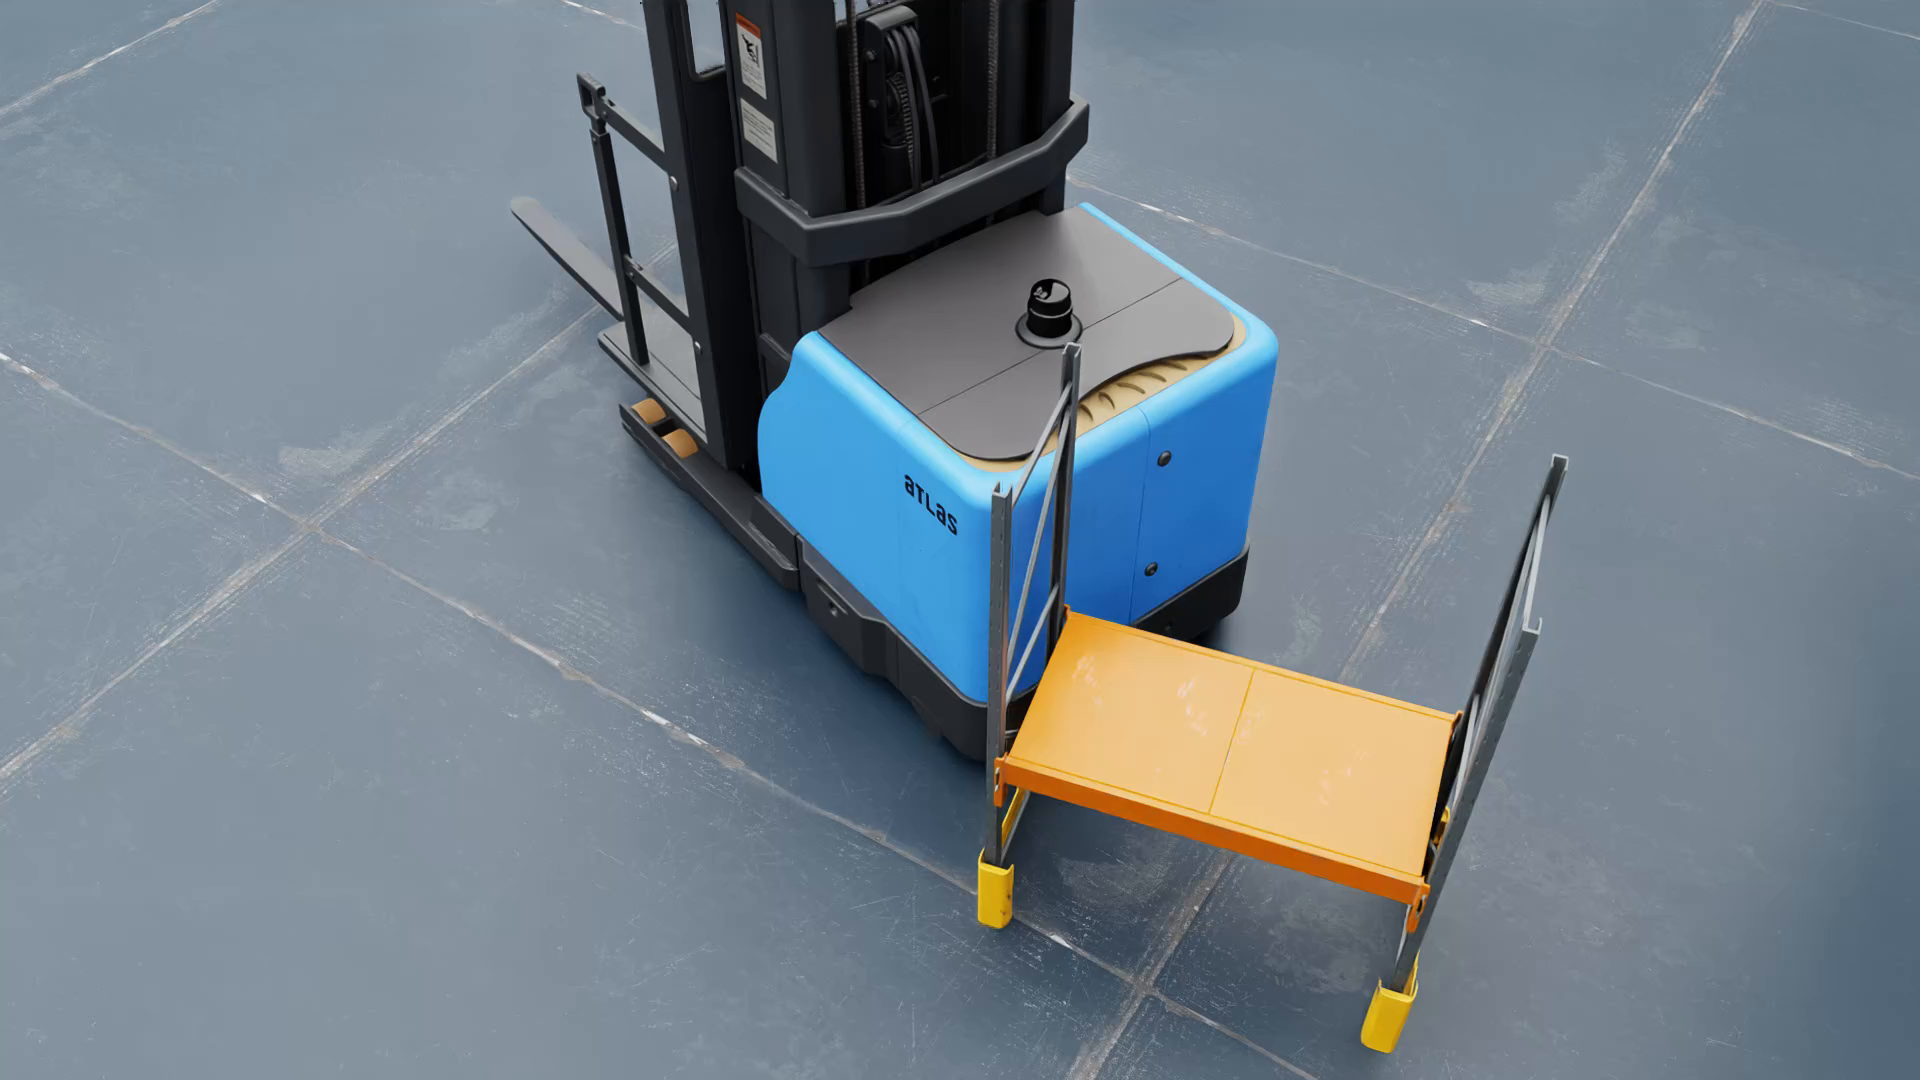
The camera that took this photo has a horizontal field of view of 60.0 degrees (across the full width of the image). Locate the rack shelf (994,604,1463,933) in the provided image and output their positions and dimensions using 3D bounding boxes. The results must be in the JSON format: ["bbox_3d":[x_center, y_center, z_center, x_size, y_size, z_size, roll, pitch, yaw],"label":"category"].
[{"bbox_3d":[0.638,0.520,3.950,1.000,0.185,0.538,15,48,14],"label":"rack shelf"}]

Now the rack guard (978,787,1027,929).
[{"bbox_3d":[0.180,0.709,4.387,0.087,0.250,0.587,15,48,14],"label":"rack guard"}]

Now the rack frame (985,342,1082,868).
[{"bbox_3d":[0.161,0.269,3.943,0.032,1.500,0.500,15,48,14],"label":"rack frame"}]

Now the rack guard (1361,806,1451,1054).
[{"bbox_3d":[1.114,0.956,4.146,0.087,0.250,0.587,15,48,14],"label":"rack guard"}]

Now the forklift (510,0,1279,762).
[{"bbox_3d":[-0.467,-1.416,4.582,1.130,2.935,3.031,-30,53,-26],"label":"forklift"}]

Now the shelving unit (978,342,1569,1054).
[{"bbox_3d":[0.647,0.397,3.818,1.083,1.500,0.587,15,48,14],"label":"shelving unit"}]

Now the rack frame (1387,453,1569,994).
[{"bbox_3d":[1.115,0.521,3.698,0.032,1.500,0.500,15,48,14],"label":"rack frame"}]
